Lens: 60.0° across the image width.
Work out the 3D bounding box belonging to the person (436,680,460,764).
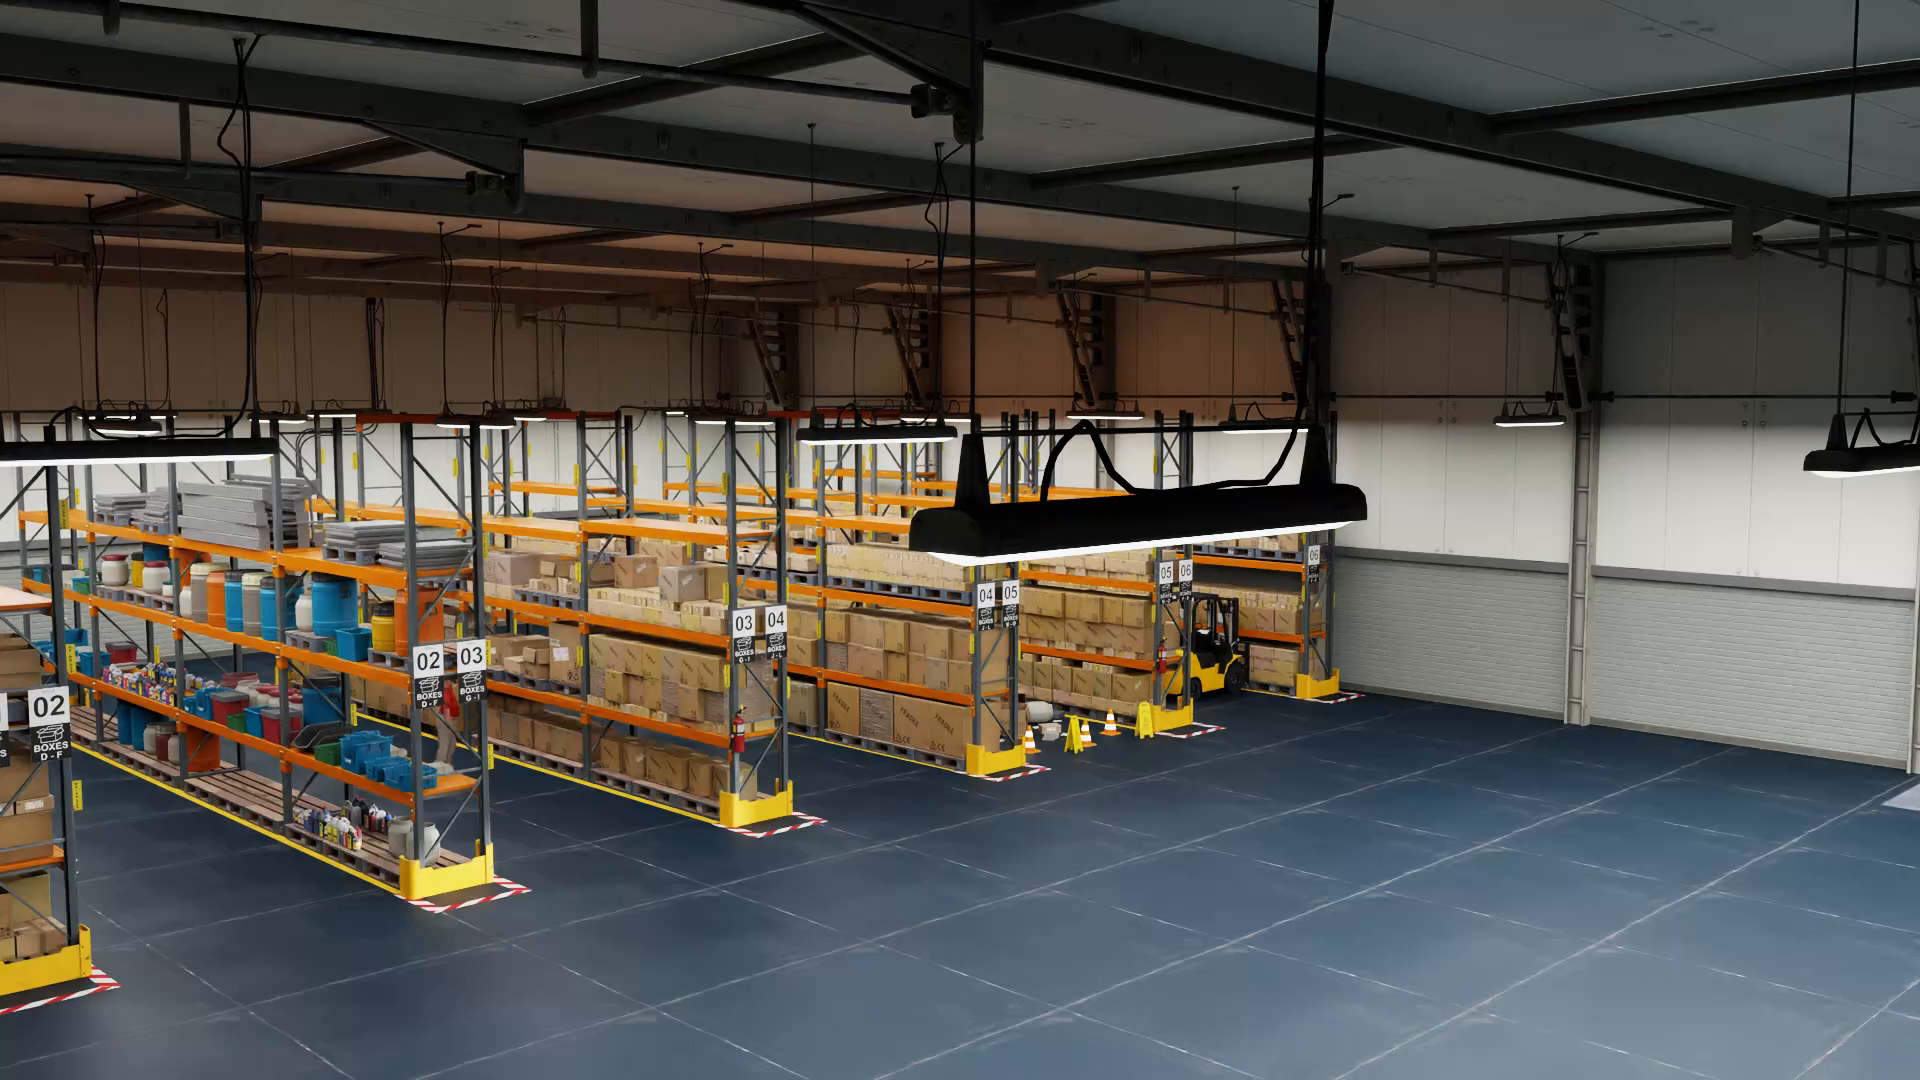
[{"bbox_3d":[-8.497,3.073,27.593,0.386,1.740,0.589,0,5,-6],"label":"person"}]

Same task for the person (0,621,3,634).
[{"bbox_3d":[-19.933,2.472,34.350,0.657,1.735,1.097,-4,6,-37],"label":"person"}]

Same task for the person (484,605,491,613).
[{"bbox_3d":[-11.642,1.942,40.857,0.467,1.656,0.454,-1,5,-13],"label":"person"}]
